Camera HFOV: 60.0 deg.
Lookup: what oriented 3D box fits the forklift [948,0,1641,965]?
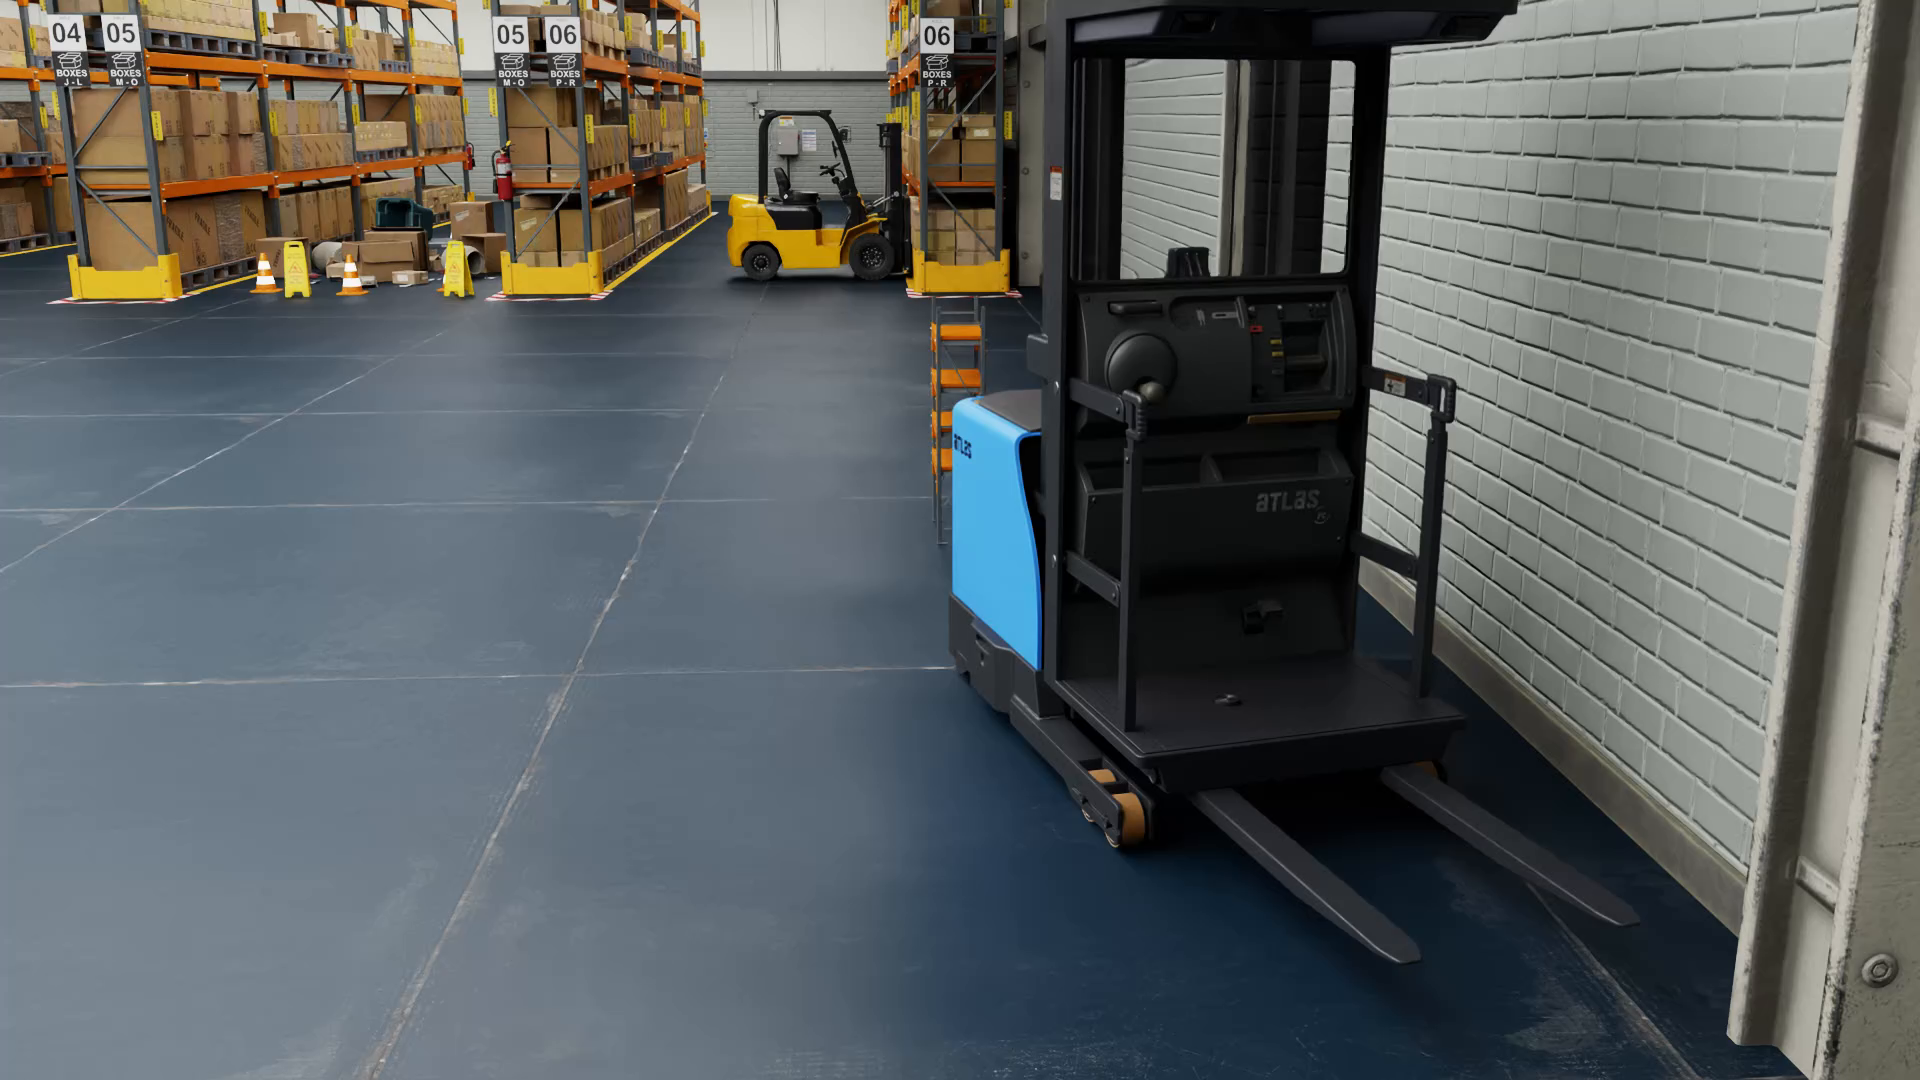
[{"bbox_3d":[0.882,-0.612,5.021,1.130,2.935,3.031,-4,15,-17],"label":"forklift"}]

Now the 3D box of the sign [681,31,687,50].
[{"bbox_3d":[-5.138,-9.294,30.942,0.100,0.325,0.005,-1,14,-3],"label":"sign"}]

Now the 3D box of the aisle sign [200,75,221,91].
[{"bbox_3d":[-15.523,-9.552,34.412,0.394,0.787,0.004,-1,14,-3],"label":"aisle sign"}]

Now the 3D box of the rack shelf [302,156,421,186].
[{"bbox_3d":[-10.489,-6.481,29.139,1.077,0.370,4.000,-1,14,-3],"label":"rack shelf"}]

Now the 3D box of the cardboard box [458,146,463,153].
[{"bbox_3d":[-10.559,-8.123,34.582,0.380,0.149,0.250,-1,14,-3],"label":"cardboard box"}]

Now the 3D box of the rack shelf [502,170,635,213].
[{"bbox_3d":[-5.060,-4.593,21.801,1.077,0.370,4.000,-1,14,-3],"label":"rack shelf"}]

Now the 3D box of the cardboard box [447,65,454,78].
[{"bbox_3d":[-10.530,-9.466,33.577,0.500,0.250,0.500,-1,14,-3],"label":"cardboard box"}]

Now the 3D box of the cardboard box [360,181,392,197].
[{"bbox_3d":[-10.216,-6.112,28.932,0.500,0.250,0.500,-1,14,-3],"label":"cardboard box"}]

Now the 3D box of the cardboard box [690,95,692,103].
[{"bbox_3d":[-5.515,-8.737,32.953,0.380,0.149,0.250,-1,14,-3],"label":"cardboard box"}]

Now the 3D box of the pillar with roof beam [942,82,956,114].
[{"bbox_3d":[-4.537,-12.024,37.199,9.100,9.000,0.400,-1,14,-3],"label":"pillar with roof beam"}]

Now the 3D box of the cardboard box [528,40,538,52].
[{"bbox_3d":[-5.237,-5.859,19.763,0.380,0.149,0.250,-1,14,-3],"label":"cardboard box"}]

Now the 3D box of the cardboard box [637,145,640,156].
[{"bbox_3d":[-4.909,-5.725,24.418,0.380,0.149,0.250,-1,14,-2],"label":"cardboard box"}]

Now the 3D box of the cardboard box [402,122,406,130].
[{"bbox_3d":[-10.394,-7.600,30.511,0.380,0.149,0.250,0,14,-1],"label":"cardboard box"}]

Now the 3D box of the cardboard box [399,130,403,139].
[{"bbox_3d":[-10.374,-7.391,30.297,0.380,0.149,0.250,-1,14,-3],"label":"cardboard box"}]

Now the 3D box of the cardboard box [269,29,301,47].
[{"bbox_3d":[-10.022,-7.445,24.649,0.396,0.266,0.258,-1,14,-3],"label":"cardboard box"}]

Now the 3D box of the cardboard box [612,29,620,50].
[{"bbox_3d":[-4.855,-6.731,22.353,0.500,0.250,0.500,-1,14,-4],"label":"cardboard box"}]

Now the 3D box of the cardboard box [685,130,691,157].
[{"bbox_3d":[-5.447,-7.597,31.834,0.500,0.500,0.500,0,14,-2],"label":"cardboard box"}]

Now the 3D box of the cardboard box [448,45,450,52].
[{"bbox_3d":[-10.608,-9.996,33.835,0.380,0.149,0.250,-1,14,-3],"label":"cardboard box"}]

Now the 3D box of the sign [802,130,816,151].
[{"bbox_3d":[-3.714,-9.834,40.919,0.329,0.494,0.001,-1,14,-3],"label":"sign"}]

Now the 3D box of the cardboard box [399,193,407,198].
[{"bbox_3d":[-10.285,-6.012,30.045,0.500,0.500,0.500,-1,14,-5],"label":"cardboard box"}]

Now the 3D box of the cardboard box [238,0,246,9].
[{"bbox_3d":[-9.761,-7.157,22.164,0.380,0.149,0.250,-1,14,-4],"label":"cardboard box"}]

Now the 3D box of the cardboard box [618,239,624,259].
[{"bbox_3d":[-4.809,-3.909,22.373,0.500,0.250,0.500,-1,14,-3],"label":"cardboard box"}]

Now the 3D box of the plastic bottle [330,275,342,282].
[{"bbox_3d":[-8.126,-3.404,21.634,0.133,0.061,0.283,-6,16,-23],"label":"plastic bottle"}]

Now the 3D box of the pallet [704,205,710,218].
[{"bbox_3d":[-5.799,-6.875,34.823,1.003,0.211,1.213,-1,14,-3],"label":"pallet"}]

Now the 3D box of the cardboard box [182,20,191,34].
[{"bbox_3d":[-9.634,-6.266,20.303,0.380,0.149,0.250,-1,14,-3],"label":"cardboard box"}]

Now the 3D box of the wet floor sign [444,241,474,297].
[{"bbox_3d":[-5.992,-3.240,19.823,0.267,0.644,0.232,4,15,16],"label":"wet floor sign"}]

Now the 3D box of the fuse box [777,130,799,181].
[{"bbox_3d":[-4.194,-9.197,40.838,0.539,1.711,0.414,-1,14,-3],"label":"fuse box"}]

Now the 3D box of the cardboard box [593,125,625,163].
[{"bbox_3d":[-4.869,-5.396,22.683,0.500,0.500,0.500,0,14,-2],"label":"cardboard box"}]

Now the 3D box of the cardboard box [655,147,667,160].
[{"bbox_3d":[-5.211,-6.486,28.017,0.500,0.250,0.500,-1,14,-4],"label":"cardboard box"}]

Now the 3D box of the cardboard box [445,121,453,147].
[{"bbox_3d":[-10.509,-8.152,33.393,0.500,0.500,0.500,-1,14,-3],"label":"cardboard box"}]

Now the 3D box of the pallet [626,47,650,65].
[{"bbox_3d":[-5.115,-6.956,23.897,1.213,0.211,1.003,-1,14,-3],"label":"pallet"}]

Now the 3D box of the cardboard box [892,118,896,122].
[{"bbox_3d":[-0.919,-7.634,31.133,0.700,0.500,0.500,-1,14,-2],"label":"cardboard box"}]

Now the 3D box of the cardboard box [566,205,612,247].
[{"bbox_3d":[-4.748,-4.019,21.299,0.500,0.500,0.500,-1,14,-6],"label":"cardboard box"}]

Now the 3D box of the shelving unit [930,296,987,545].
[{"bbox_3d":[-0.010,-0.622,8.537,0.258,1.200,0.503,-1,14,-3],"label":"shelving unit"}]

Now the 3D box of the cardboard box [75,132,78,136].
[{"bbox_3d":[-15.115,-6.582,27.888,0.500,0.500,0.500,-1,14,-5],"label":"cardboard box"}]

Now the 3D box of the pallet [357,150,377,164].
[{"bbox_3d":[-10.516,-6.415,27.822,1.213,0.211,1.003,-1,14,-3],"label":"pallet"}]

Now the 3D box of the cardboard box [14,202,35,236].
[{"bbox_3d":[-15.261,-5.117,26.526,0.700,0.500,0.500,-2,15,-6],"label":"cardboard box"}]

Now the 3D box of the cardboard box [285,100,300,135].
[{"bbox_3d":[-10.219,-6.247,24.578,0.700,0.500,0.500,-1,14,-3],"label":"cardboard box"}]

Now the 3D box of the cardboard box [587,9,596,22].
[{"bbox_3d":[-4.681,-6.442,20.427,0.380,0.149,0.250,-1,14,-4],"label":"cardboard box"}]

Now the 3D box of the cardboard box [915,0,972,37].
[{"bbox_3d":[-0.216,-6.637,21.037,0.700,0.500,0.500,-1,14,-3],"label":"cardboard box"}]

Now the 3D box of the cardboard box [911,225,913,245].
[{"bbox_3d":[-0.397,-4.004,21.742,0.500,0.250,0.500,-1,14,-5],"label":"cardboard box"}]

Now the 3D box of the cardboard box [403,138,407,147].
[{"bbox_3d":[-10.391,-7.313,30.589,0.380,0.149,0.250,-1,14,-5],"label":"cardboard box"}]

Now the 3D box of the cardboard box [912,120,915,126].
[{"bbox_3d":[-0.461,-5.746,22.741,0.380,0.149,0.250,-1,14,-2],"label":"cardboard box"}]

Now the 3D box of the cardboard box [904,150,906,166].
[{"bbox_3d":[-0.629,-6.071,26.403,0.500,0.250,0.500,-1,14,-5],"label":"cardboard box"}]

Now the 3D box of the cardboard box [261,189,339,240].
[{"bbox_3d":[-10.360,-5.075,25.905,1.050,0.750,0.750,-1,14,-3],"label":"cardboard box"}]

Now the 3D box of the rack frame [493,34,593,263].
[{"bbox_3d":[-4.936,-4.444,19.778,1.000,3.000,0.127,-1,14,-3],"label":"rack frame"}]

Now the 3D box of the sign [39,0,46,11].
[{"bbox_3d":[-10.412,-6.180,18.890,0.100,0.325,0.005,-1,14,-3],"label":"sign"}]

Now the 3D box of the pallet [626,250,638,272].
[{"bbox_3d":[-5.107,-3.922,23.345,1.003,0.211,1.213,-1,14,-3],"label":"pallet"}]

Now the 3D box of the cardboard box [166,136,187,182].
[{"bbox_3d":[-9.994,-4.643,20.251,0.875,0.550,0.550,-1,14,-3],"label":"cardboard box"}]

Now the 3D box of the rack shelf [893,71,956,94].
[{"bbox_3d":[-0.601,-8.113,29.461,1.077,0.370,4.000,-1,14,-3],"label":"rack shelf"}]

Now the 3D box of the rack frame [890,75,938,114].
[{"bbox_3d":[-0.973,-8.501,35.545,1.000,3.000,0.127,-1,14,-3],"label":"rack frame"}]

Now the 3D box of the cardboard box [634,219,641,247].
[{"bbox_3d":[-5.218,-4.500,24.426,0.950,0.372,0.625,-1,14,-3],"label":"cardboard box"}]

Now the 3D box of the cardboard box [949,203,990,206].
[{"bbox_3d":[0.123,-4.249,21.688,0.500,0.250,0.500,-1,14,-4],"label":"cardboard box"}]

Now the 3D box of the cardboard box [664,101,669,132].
[{"bbox_3d":[-5.258,-7.216,28.344,0.500,0.500,0.500,-1,14,-3],"label":"cardboard box"}]

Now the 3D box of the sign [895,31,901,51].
[{"bbox_3d":[-1.019,-8.206,27.343,0.100,0.325,0.005,-1,14,-3],"label":"sign"}]

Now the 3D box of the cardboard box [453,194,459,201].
[{"bbox_3d":[-10.510,-7.032,34.119,0.380,0.149,0.250,-1,15,-6],"label":"cardboard box"}]
